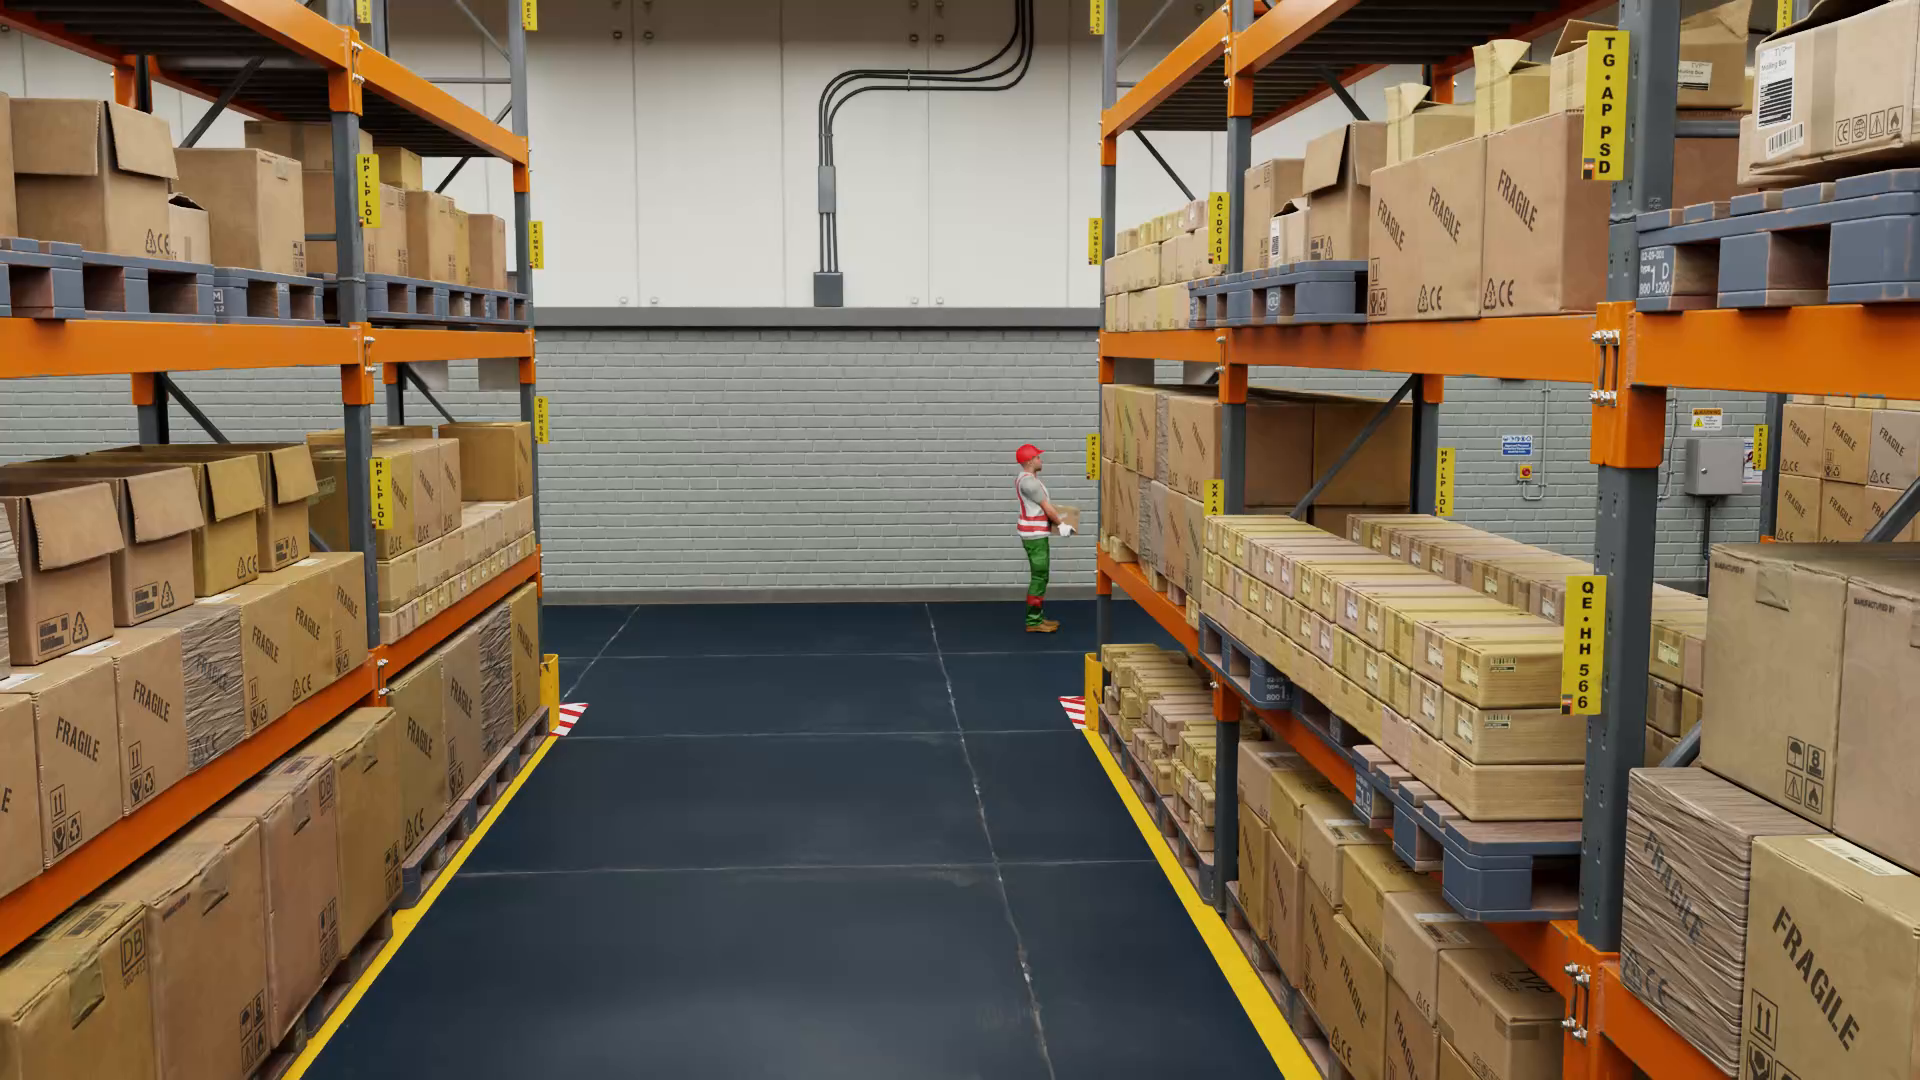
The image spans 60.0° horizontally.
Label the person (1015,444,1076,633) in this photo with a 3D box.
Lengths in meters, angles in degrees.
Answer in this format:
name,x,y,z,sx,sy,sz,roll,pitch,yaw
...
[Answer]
name,x,y,z,sx,sy,sz,roll,pitch,yaw
person,0.810,-0.025,15.871,0.563,1.783,0.494,0,7,-4
